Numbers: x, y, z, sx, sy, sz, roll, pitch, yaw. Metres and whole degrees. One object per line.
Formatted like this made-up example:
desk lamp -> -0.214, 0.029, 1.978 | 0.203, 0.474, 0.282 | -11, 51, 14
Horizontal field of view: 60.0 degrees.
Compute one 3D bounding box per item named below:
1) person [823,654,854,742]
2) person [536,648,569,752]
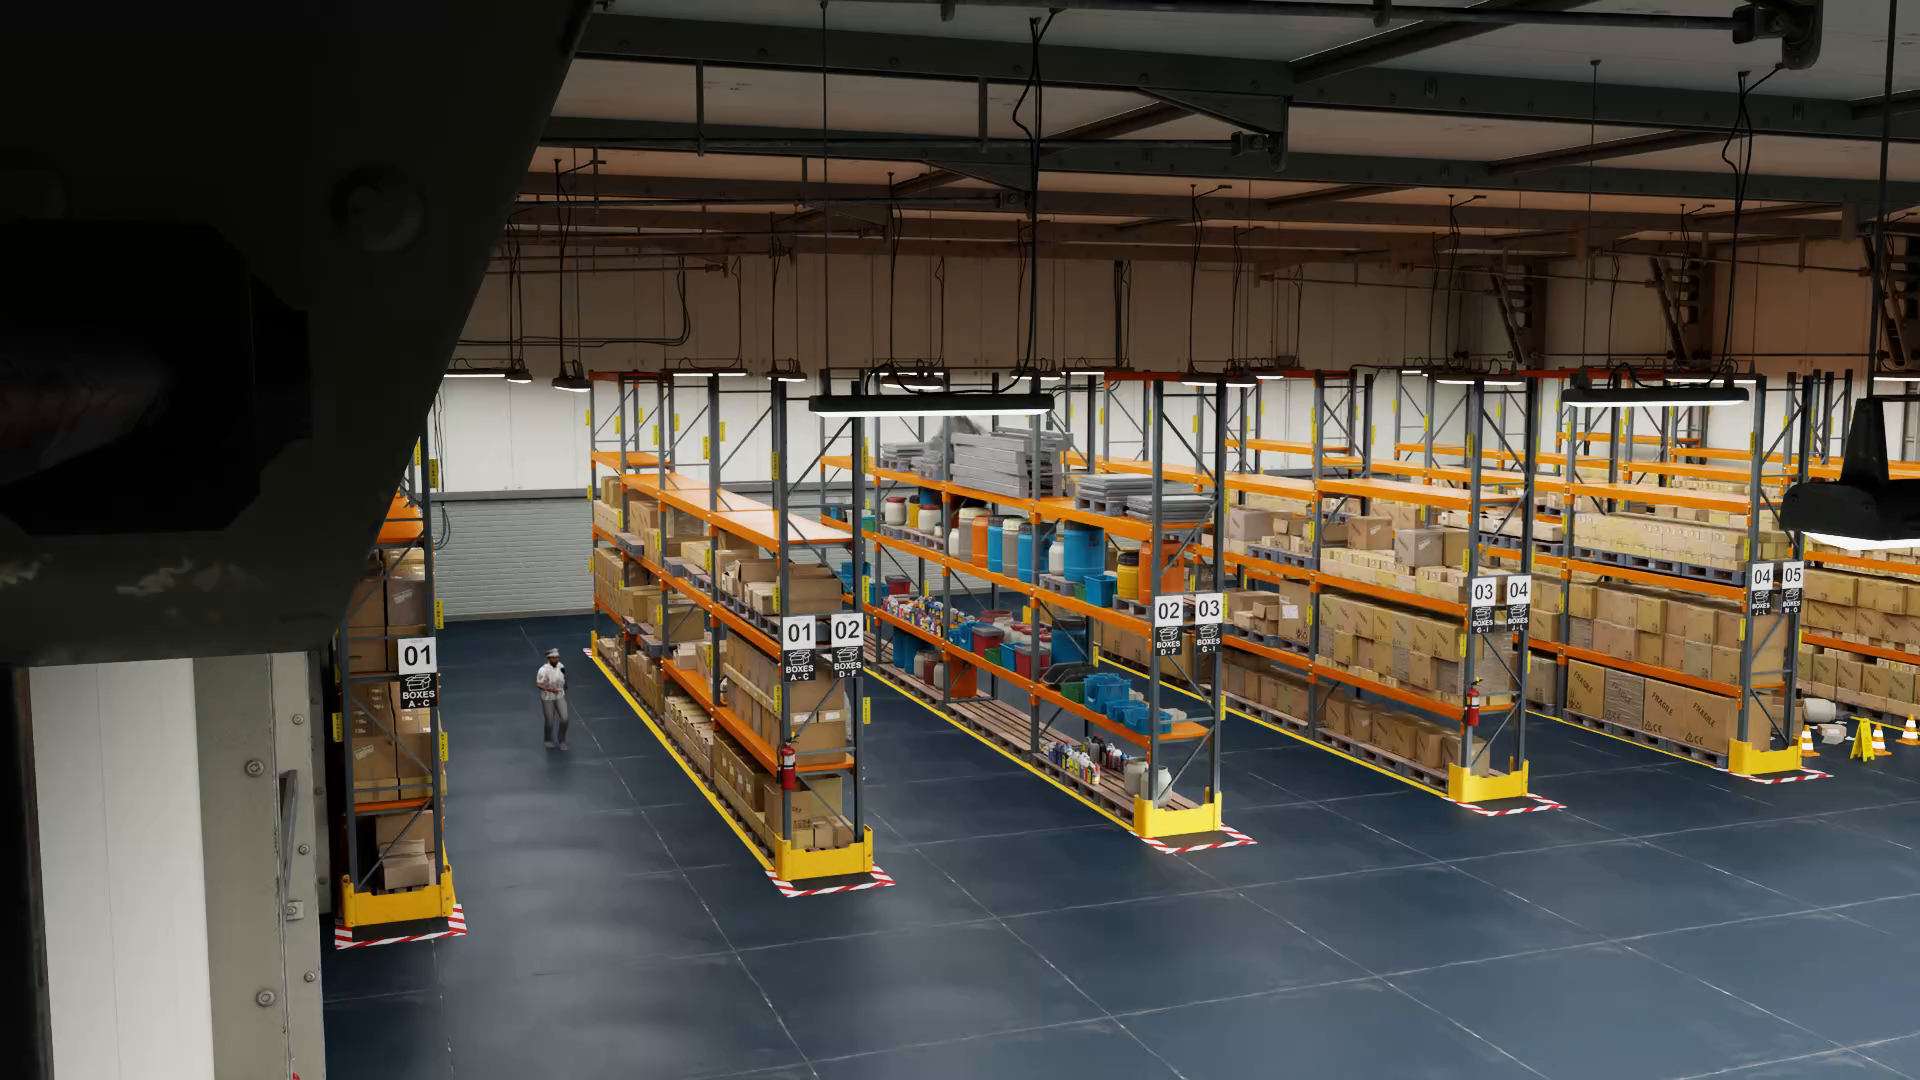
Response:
person -> -2.099, 2.477, 27.273 | 0.833, 1.780, 0.619 | 6, 9, 44
person -> -6.482, 2.554, 26.471 | 0.546, 1.718, 0.720 | -4, 7, -31
